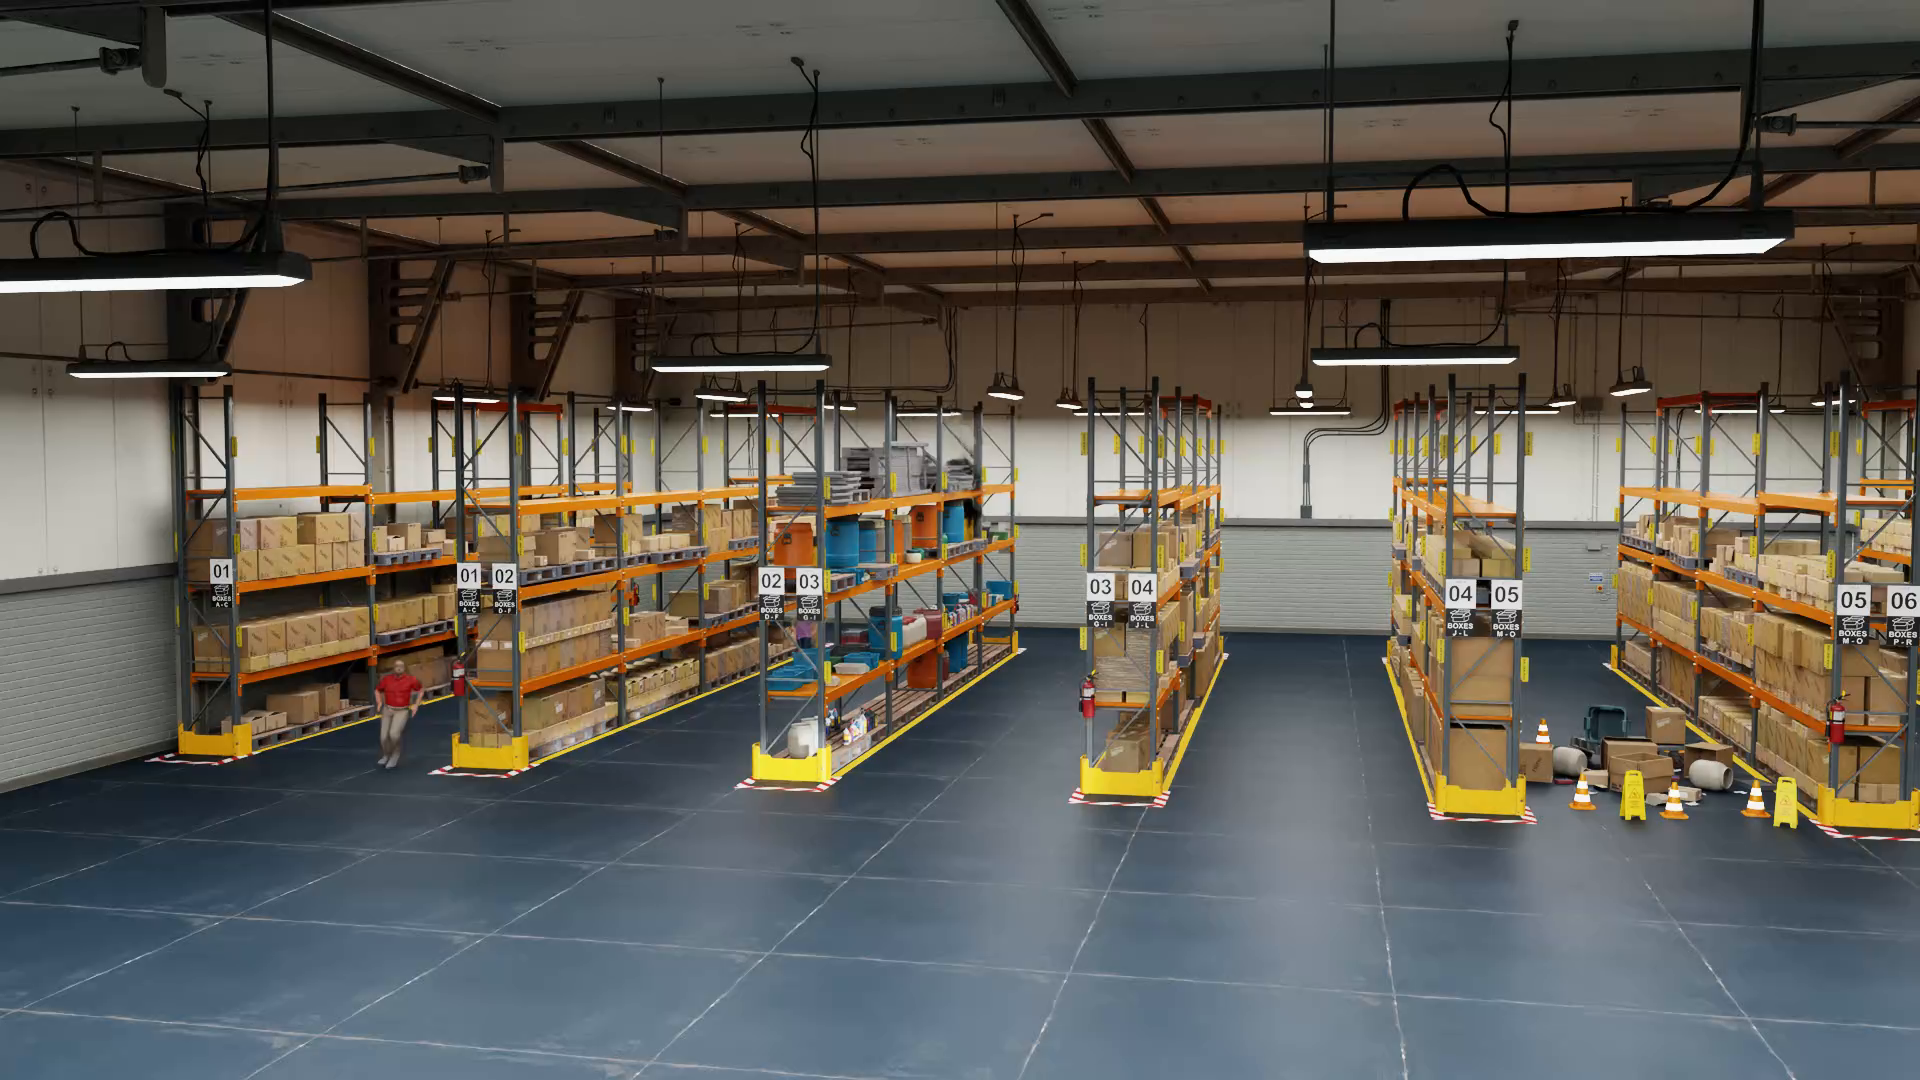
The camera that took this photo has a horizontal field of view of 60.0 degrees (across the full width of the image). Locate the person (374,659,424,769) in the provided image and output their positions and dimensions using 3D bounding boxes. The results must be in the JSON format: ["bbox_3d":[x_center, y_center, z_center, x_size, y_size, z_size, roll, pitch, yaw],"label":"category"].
[{"bbox_3d":[-8.793,2.719,25.971,0.720,1.712,0.636,0,3,2],"label":"person"}]

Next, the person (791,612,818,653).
[{"bbox_3d":[-3.201,2.044,34.058,0.552,1.591,0.623,1,3,11],"label":"person"}]
